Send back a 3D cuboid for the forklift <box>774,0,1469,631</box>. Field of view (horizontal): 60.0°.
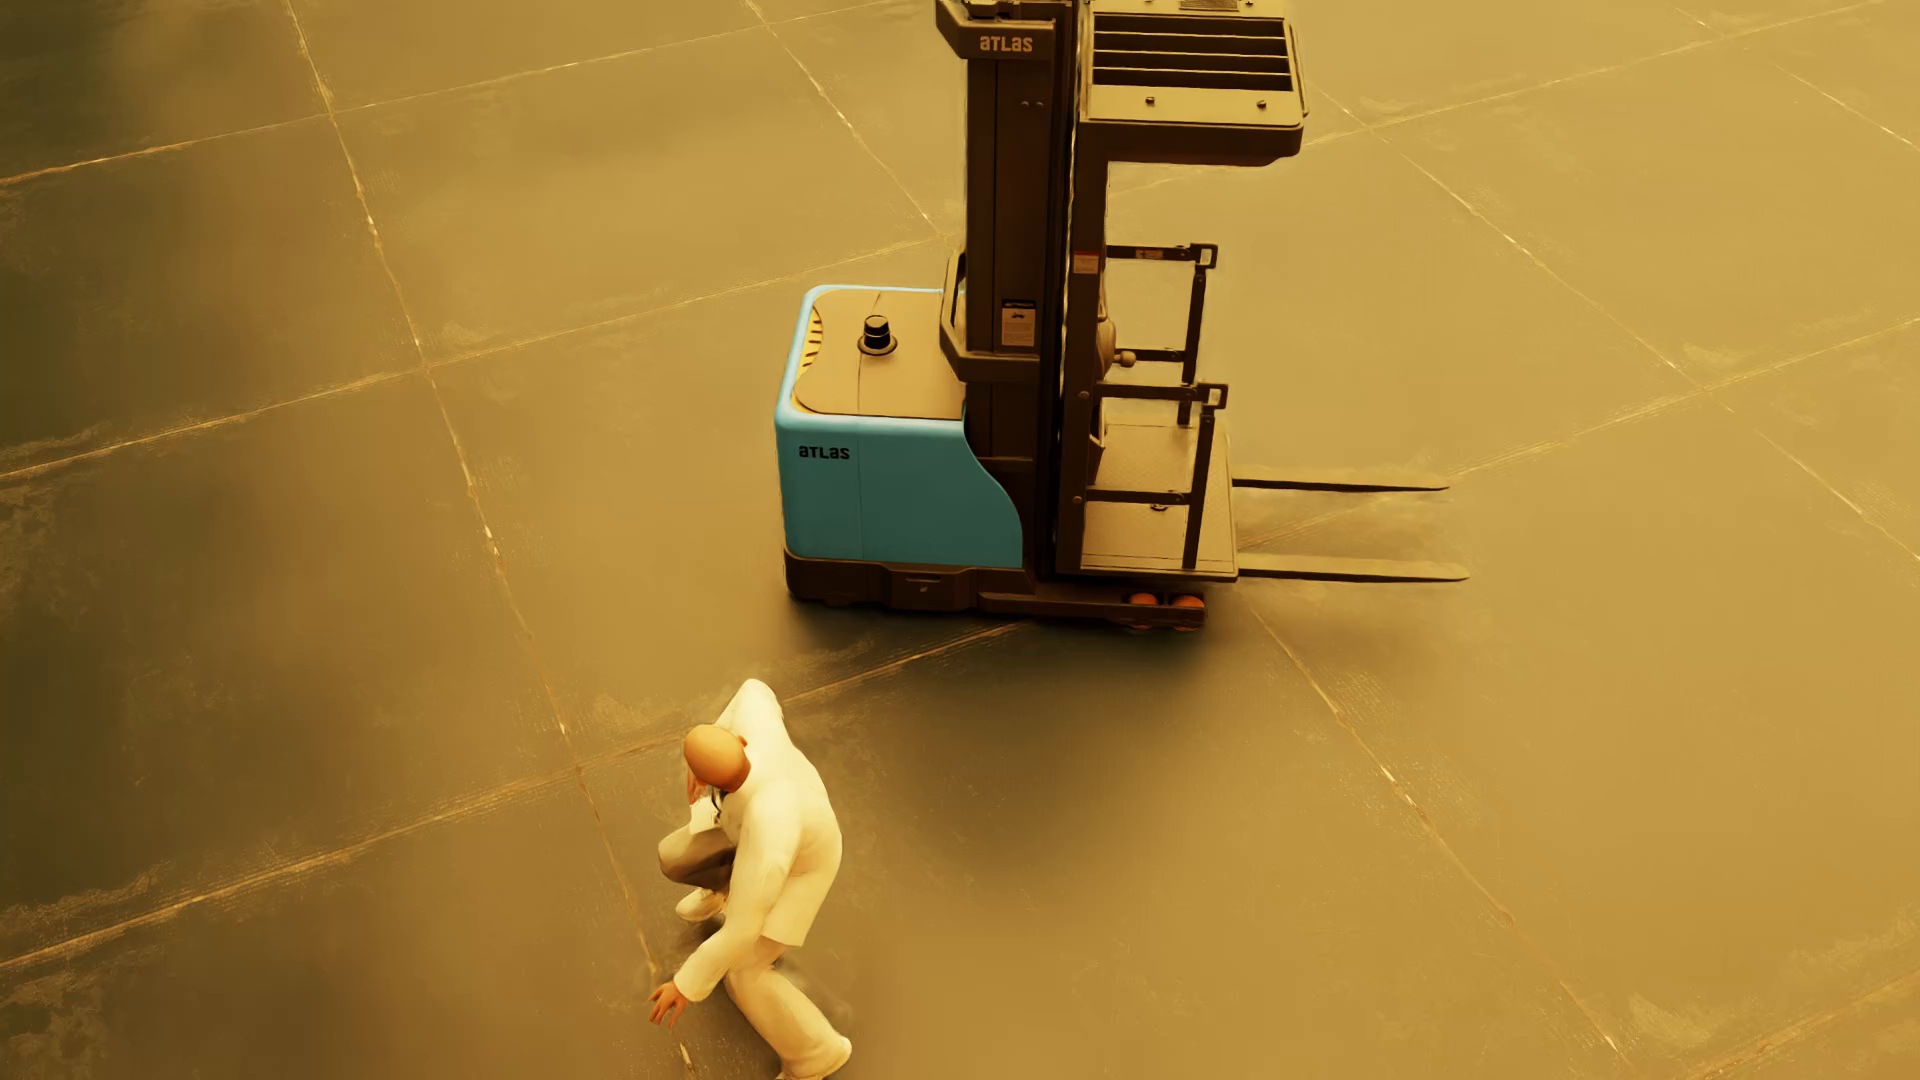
[{"bbox_3d":[0.758,-1.044,6.799,3.031,2.935,1.130,3,43,3],"label":"forklift"}]

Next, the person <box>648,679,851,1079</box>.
[{"bbox_3d":[-0.749,1.137,5.562,0.782,1.554,0.917,-14,45,-15],"label":"person"}]
